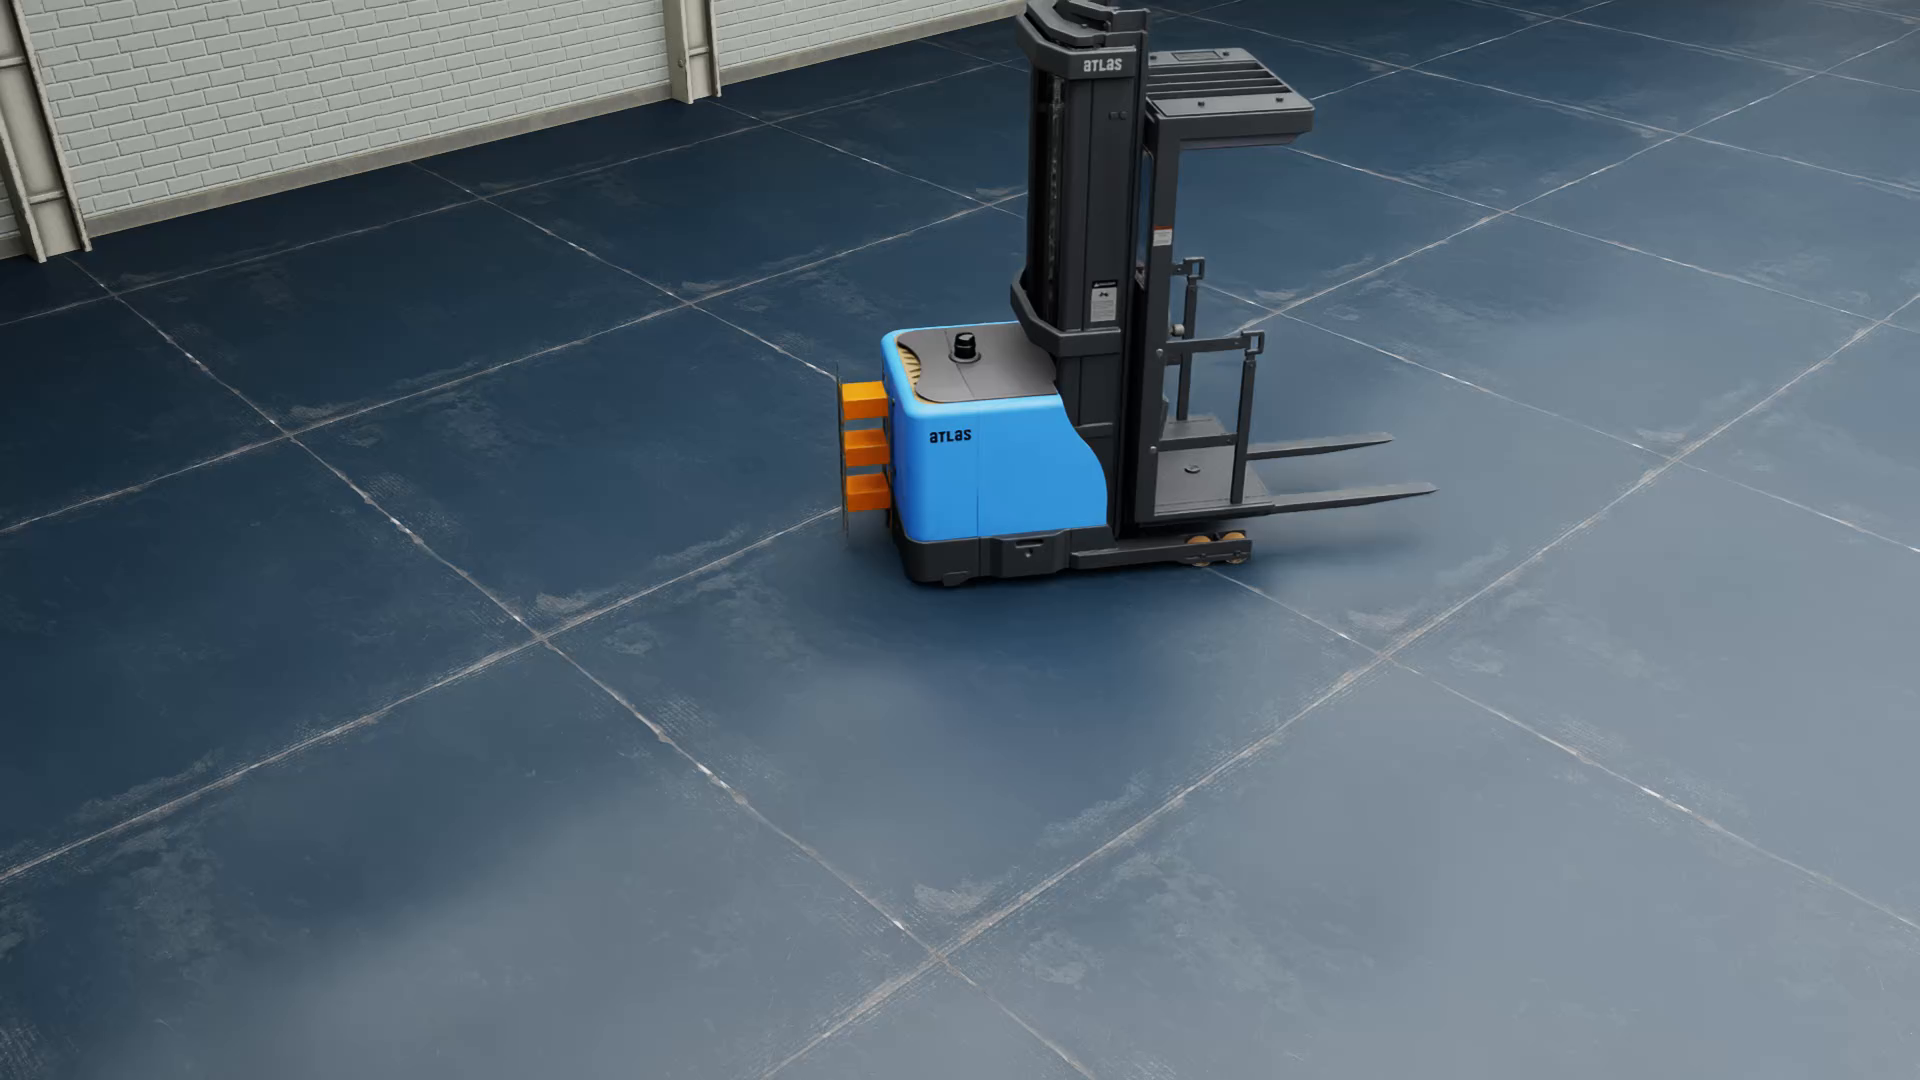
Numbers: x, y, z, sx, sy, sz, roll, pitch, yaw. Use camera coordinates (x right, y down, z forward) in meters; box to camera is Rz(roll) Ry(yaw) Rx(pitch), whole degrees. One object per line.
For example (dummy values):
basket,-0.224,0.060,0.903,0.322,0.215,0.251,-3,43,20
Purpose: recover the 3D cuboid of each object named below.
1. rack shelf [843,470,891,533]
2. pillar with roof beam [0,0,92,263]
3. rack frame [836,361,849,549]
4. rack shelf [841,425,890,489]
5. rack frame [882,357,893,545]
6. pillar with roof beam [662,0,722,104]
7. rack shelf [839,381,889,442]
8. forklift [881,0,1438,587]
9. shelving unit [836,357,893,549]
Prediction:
rack shelf,-0.513,-0.213,9.146,0.240,0.259,0.215,-6,32,-9
pillar with roof beam,-4.075,-4.440,7.885,0.400,9.000,9.100,-26,40,-35
rack frame,-0.633,-0.448,8.976,0.008,1.050,0.200,-6,32,-9
rack shelf,-0.513,-0.451,9.001,0.240,0.259,0.215,-6,32,-9
rack frame,-0.393,-0.471,9.014,0.008,1.050,0.200,-6,32,-9
pillar with roof beam,0.325,-6.568,11.366,0.400,9.000,9.100,-26,40,-35
rack shelf,-0.513,-0.693,8.853,0.240,0.259,0.215,-6,32,-9
forklift,1.124,-1.370,8.681,3.031,2.935,1.130,-6,32,-9
shelving unit,-0.513,-0.460,8.995,0.252,1.050,0.215,-6,32,-9
